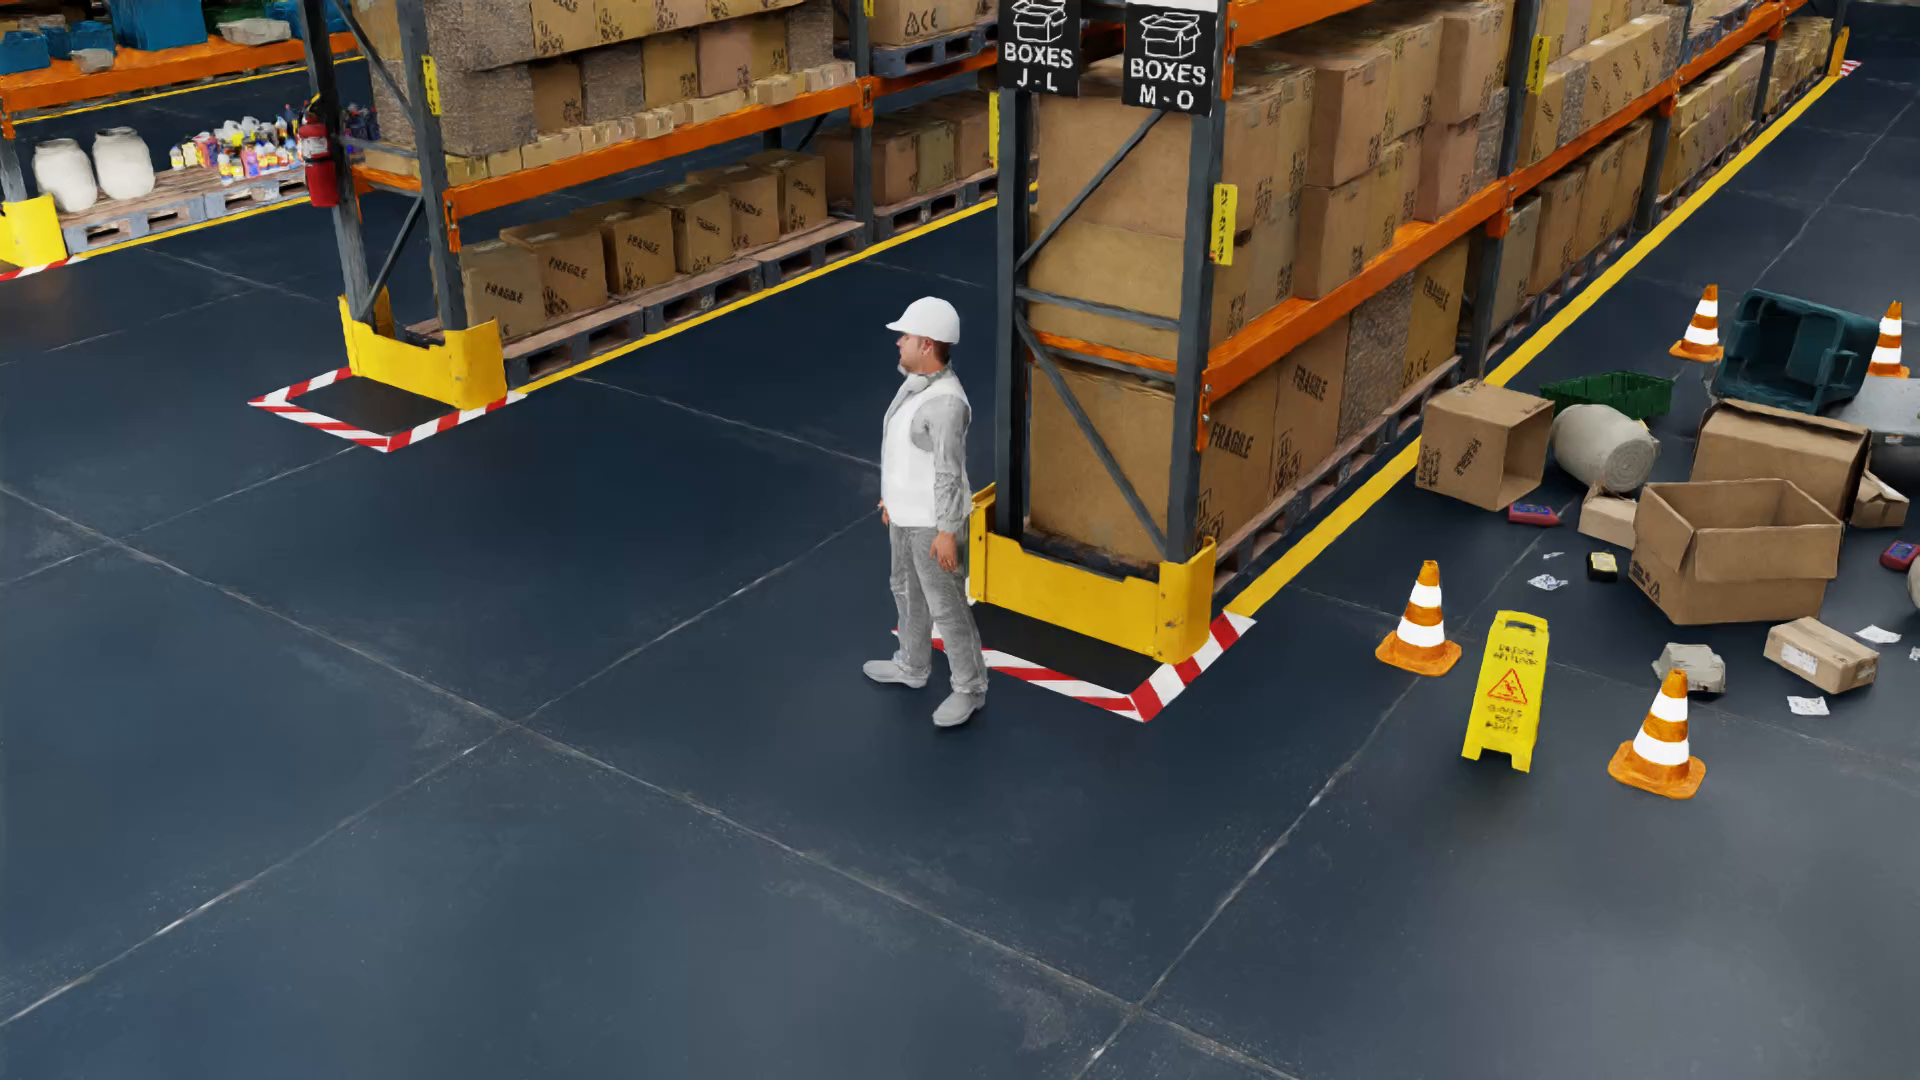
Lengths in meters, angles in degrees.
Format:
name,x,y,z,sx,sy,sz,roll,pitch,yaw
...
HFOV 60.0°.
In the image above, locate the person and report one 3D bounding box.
name,x,y,z,sx,sy,sz,roll,pitch,yaw
person,-0.139,-0.111,6.794,0.477,1.778,0.580,-6,27,-12
